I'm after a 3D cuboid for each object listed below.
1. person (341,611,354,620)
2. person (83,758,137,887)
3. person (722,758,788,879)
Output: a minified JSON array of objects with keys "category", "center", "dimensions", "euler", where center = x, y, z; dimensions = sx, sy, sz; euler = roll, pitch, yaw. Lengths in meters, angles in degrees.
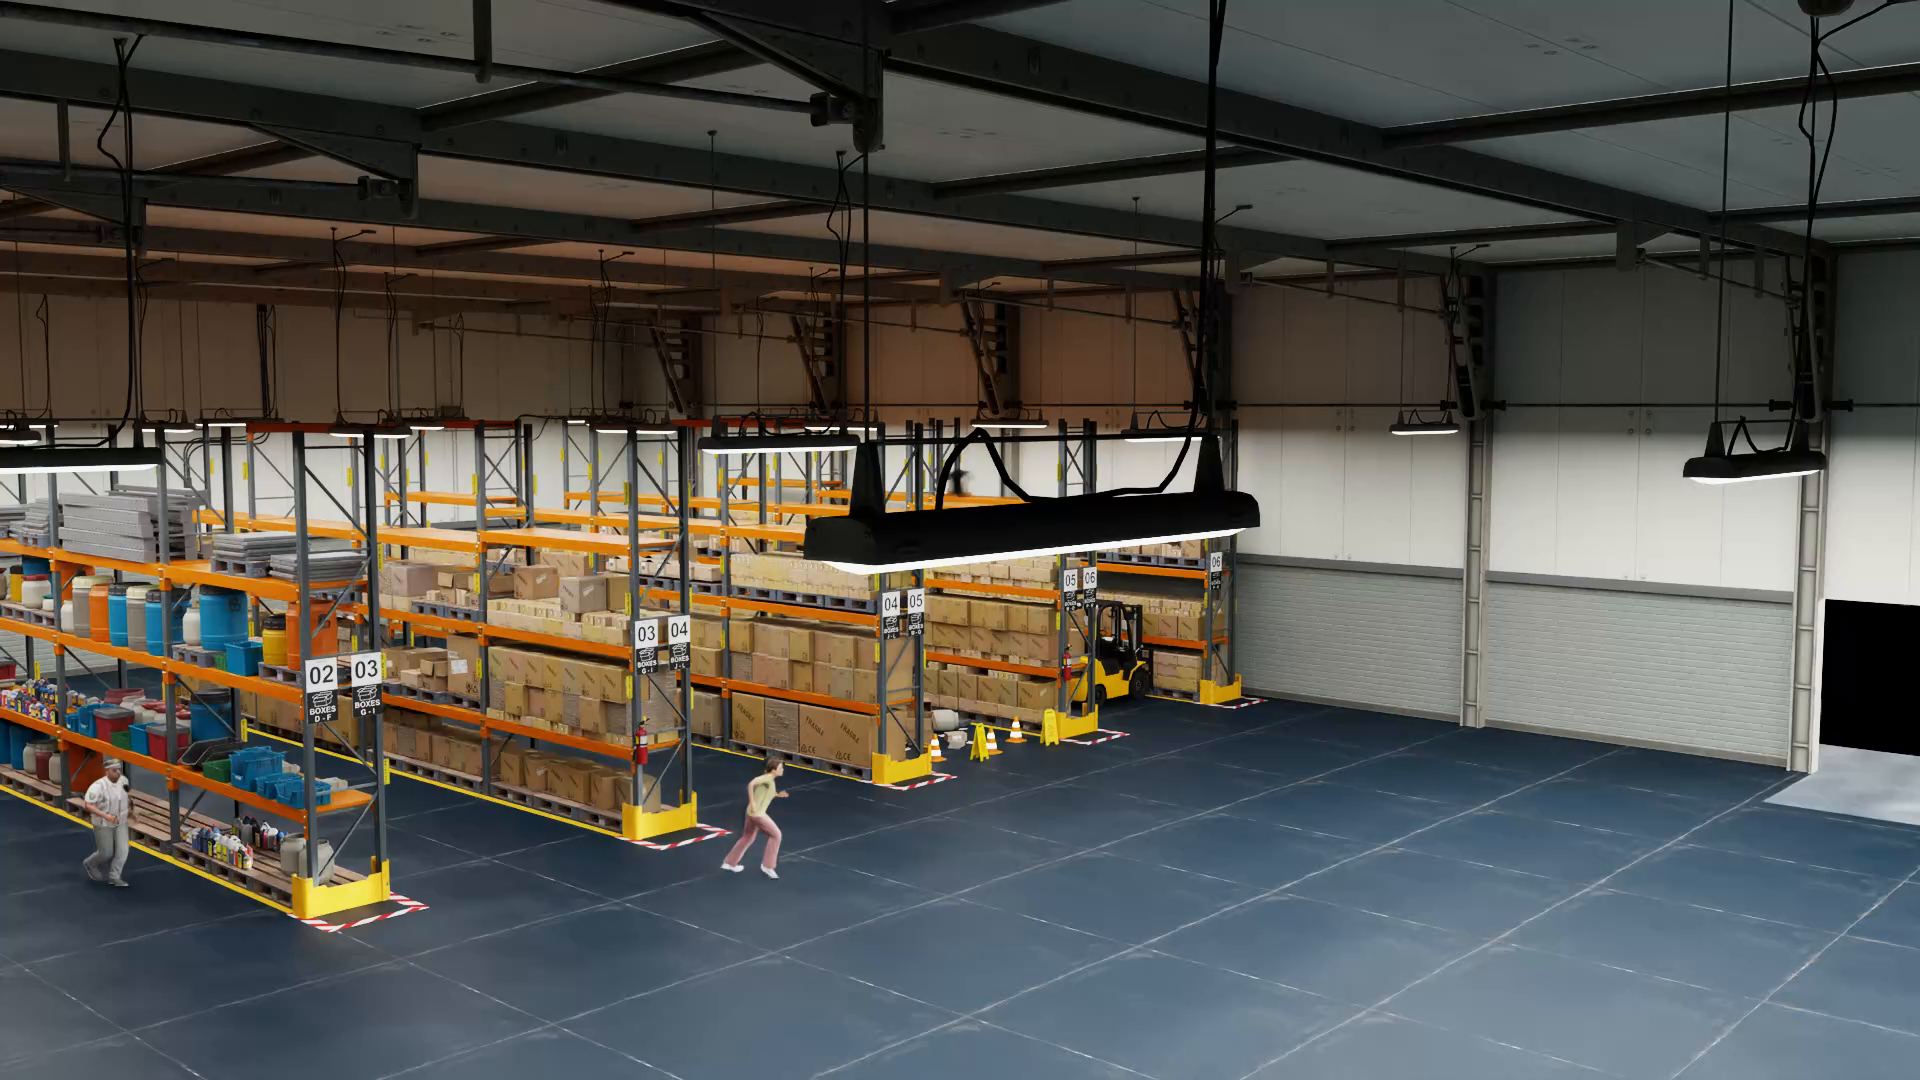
[{"category":"person","center":[-13.922,2.423,37.599],"dimensions":[0.761,1.651,1.010],"euler":[-2,5,-24]},{"category":"person","center":[-11.217,3.696,21.866],"dimensions":[0.775,1.726,0.659],"euler":[3,6,32]},{"category":"person","center":[-2.743,3.733,22.237],"dimensions":[0.899,1.650,0.610],"euler":[0,5,-5]}]
